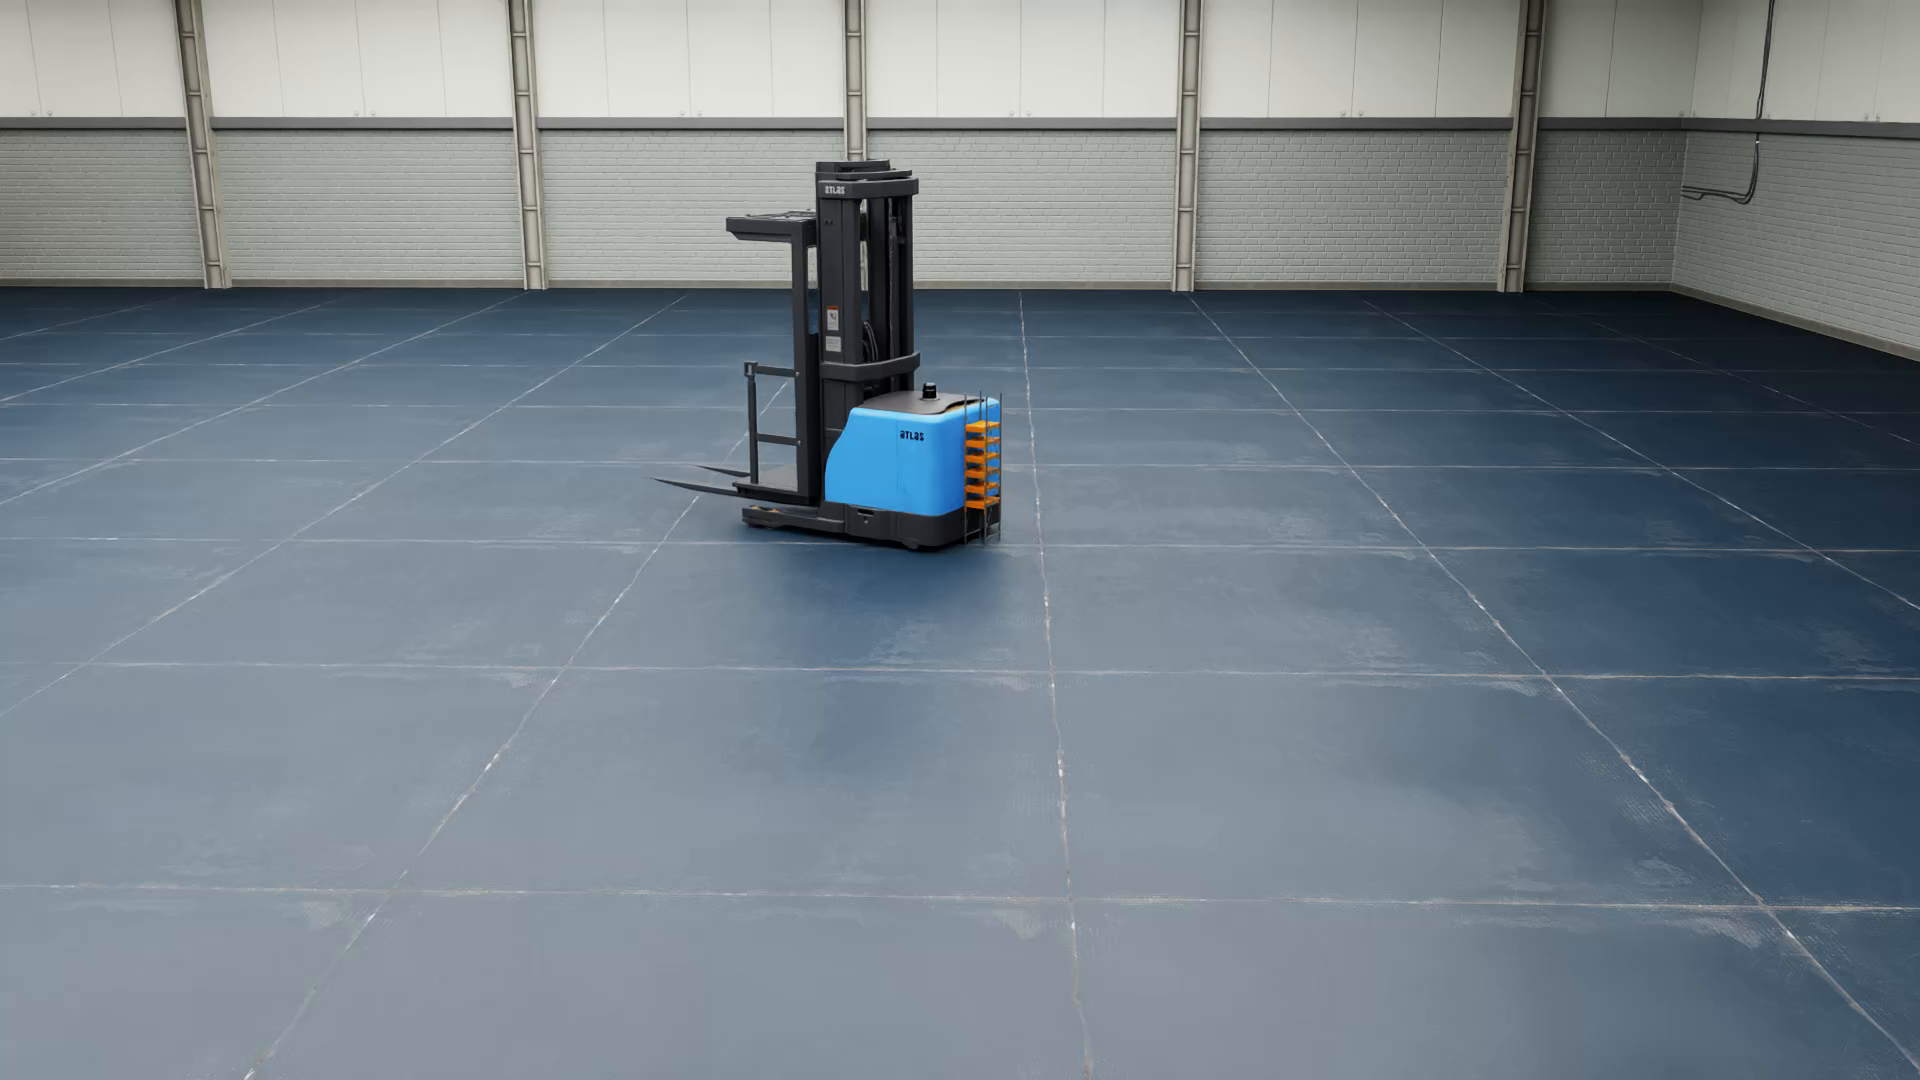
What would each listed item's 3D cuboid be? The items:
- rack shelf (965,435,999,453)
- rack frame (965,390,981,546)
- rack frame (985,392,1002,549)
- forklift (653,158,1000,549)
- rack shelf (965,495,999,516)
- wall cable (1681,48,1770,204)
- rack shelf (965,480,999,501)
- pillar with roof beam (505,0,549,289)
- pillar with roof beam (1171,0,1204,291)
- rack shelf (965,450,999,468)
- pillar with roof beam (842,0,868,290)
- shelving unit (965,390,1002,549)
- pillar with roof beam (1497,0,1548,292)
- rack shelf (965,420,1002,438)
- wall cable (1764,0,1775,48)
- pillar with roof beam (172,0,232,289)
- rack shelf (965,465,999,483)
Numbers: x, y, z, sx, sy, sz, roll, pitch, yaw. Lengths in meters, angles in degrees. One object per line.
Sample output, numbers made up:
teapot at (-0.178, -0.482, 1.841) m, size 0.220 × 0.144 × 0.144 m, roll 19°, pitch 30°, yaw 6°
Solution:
rack shelf at (0.180, -0.738, 12.912) m, size 0.180 × 0.103 × 0.258 m, roll 9°, pitch 17°, yaw 30°
rack frame at (0.102, -0.561, 13.008) m, size 0.006 × 1.200 × 0.240 m, roll 9°, pitch 17°, yaw 30°
rack frame at (0.258, -0.537, 12.916) m, size 0.006 × 1.200 × 0.240 m, roll 9°, pitch 17°, yaw 30°
forklift at (-1.191, -1.603, 13.566) m, size 3.031 × 2.935 × 1.130 m, roll 9°, pitch 17°, yaw 30°
rack shelf at (0.180, -0.274, 13.034) m, size 0.180 × 0.103 × 0.258 m, roll 9°, pitch 17°, yaw 30°
wall cable at (13.015, -7.066, 28.462) m, size 0.112 × 2.526 × 3.097 m, roll 0°, pitch 15°, yaw 1°
rack shelf at (0.180, -0.390, 13.004) m, size 0.180 × 0.103 × 0.258 m, roll 9°, pitch 17°, yaw 30°
pillar with roof beam at (-8.000, -7.943, 25.701) m, size 0.400 × 9.000 × 9.100 m, roll 0°, pitch 15°, yaw 1°
pillar with roof beam at (3.996, -7.865, 25.404) m, size 0.400 × 9.000 × 9.100 m, roll 0°, pitch 15°, yaw 1°
rack shelf at (0.180, -0.622, 12.943) m, size 0.180 × 0.103 × 0.258 m, roll 9°, pitch 17°, yaw 30°
pillar with roof beam at (-2.002, -7.904, 25.552) m, size 0.400 × 9.000 × 9.100 m, roll 0°, pitch 15°, yaw 1°
shelving unit at (0.180, -0.549, 12.962) m, size 0.189 × 1.200 × 0.258 m, roll 9°, pitch 17°, yaw 30°
pillar with roof beam at (9.994, -7.826, 25.256) m, size 0.400 × 9.000 × 9.100 m, roll 0°, pitch 15°, yaw 1°
rack shelf at (0.180, -0.854, 12.881) m, size 0.180 × 0.103 × 0.258 m, roll 9°, pitch 17°, yaw 30°
wall cable at (12.946, -8.818, 25.203) m, size 0.112 × 2.526 × 3.097 m, roll 0°, pitch 15°, yaw 1°
pillar with roof beam at (-13.998, -7.982, 25.849) m, size 0.400 × 9.000 × 9.100 m, roll 0°, pitch 15°, yaw 1°
rack shelf at (0.180, -0.506, 12.973) m, size 0.180 × 0.103 × 0.258 m, roll 9°, pitch 17°, yaw 30°
